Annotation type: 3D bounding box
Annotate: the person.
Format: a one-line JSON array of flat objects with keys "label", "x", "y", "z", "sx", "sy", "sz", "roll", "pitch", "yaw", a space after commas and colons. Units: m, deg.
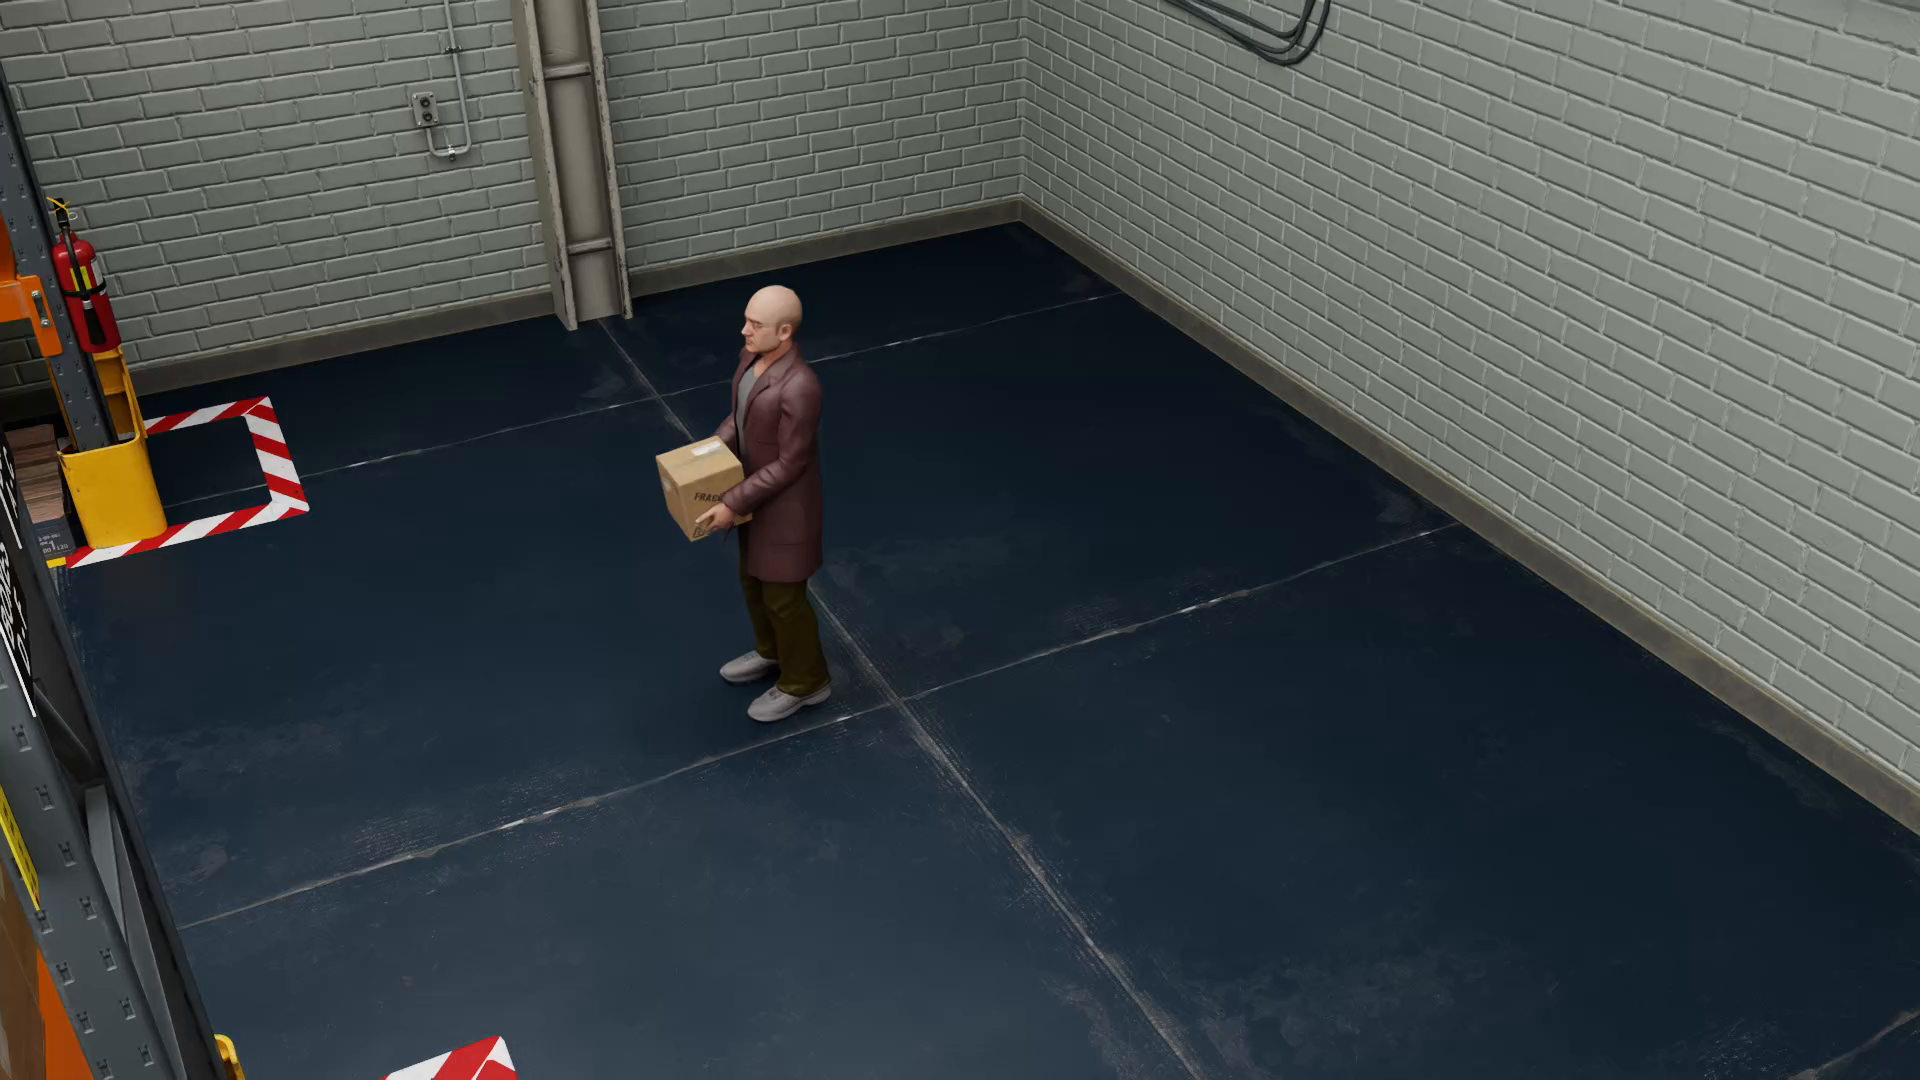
[{"label": "person", "x": -0.793, "y": -0.118, "z": 6.331, "sx": 0.535, "sy": 1.780, "sz": 0.548, "roll": -16, "pitch": 36, "yaw": -23}]
